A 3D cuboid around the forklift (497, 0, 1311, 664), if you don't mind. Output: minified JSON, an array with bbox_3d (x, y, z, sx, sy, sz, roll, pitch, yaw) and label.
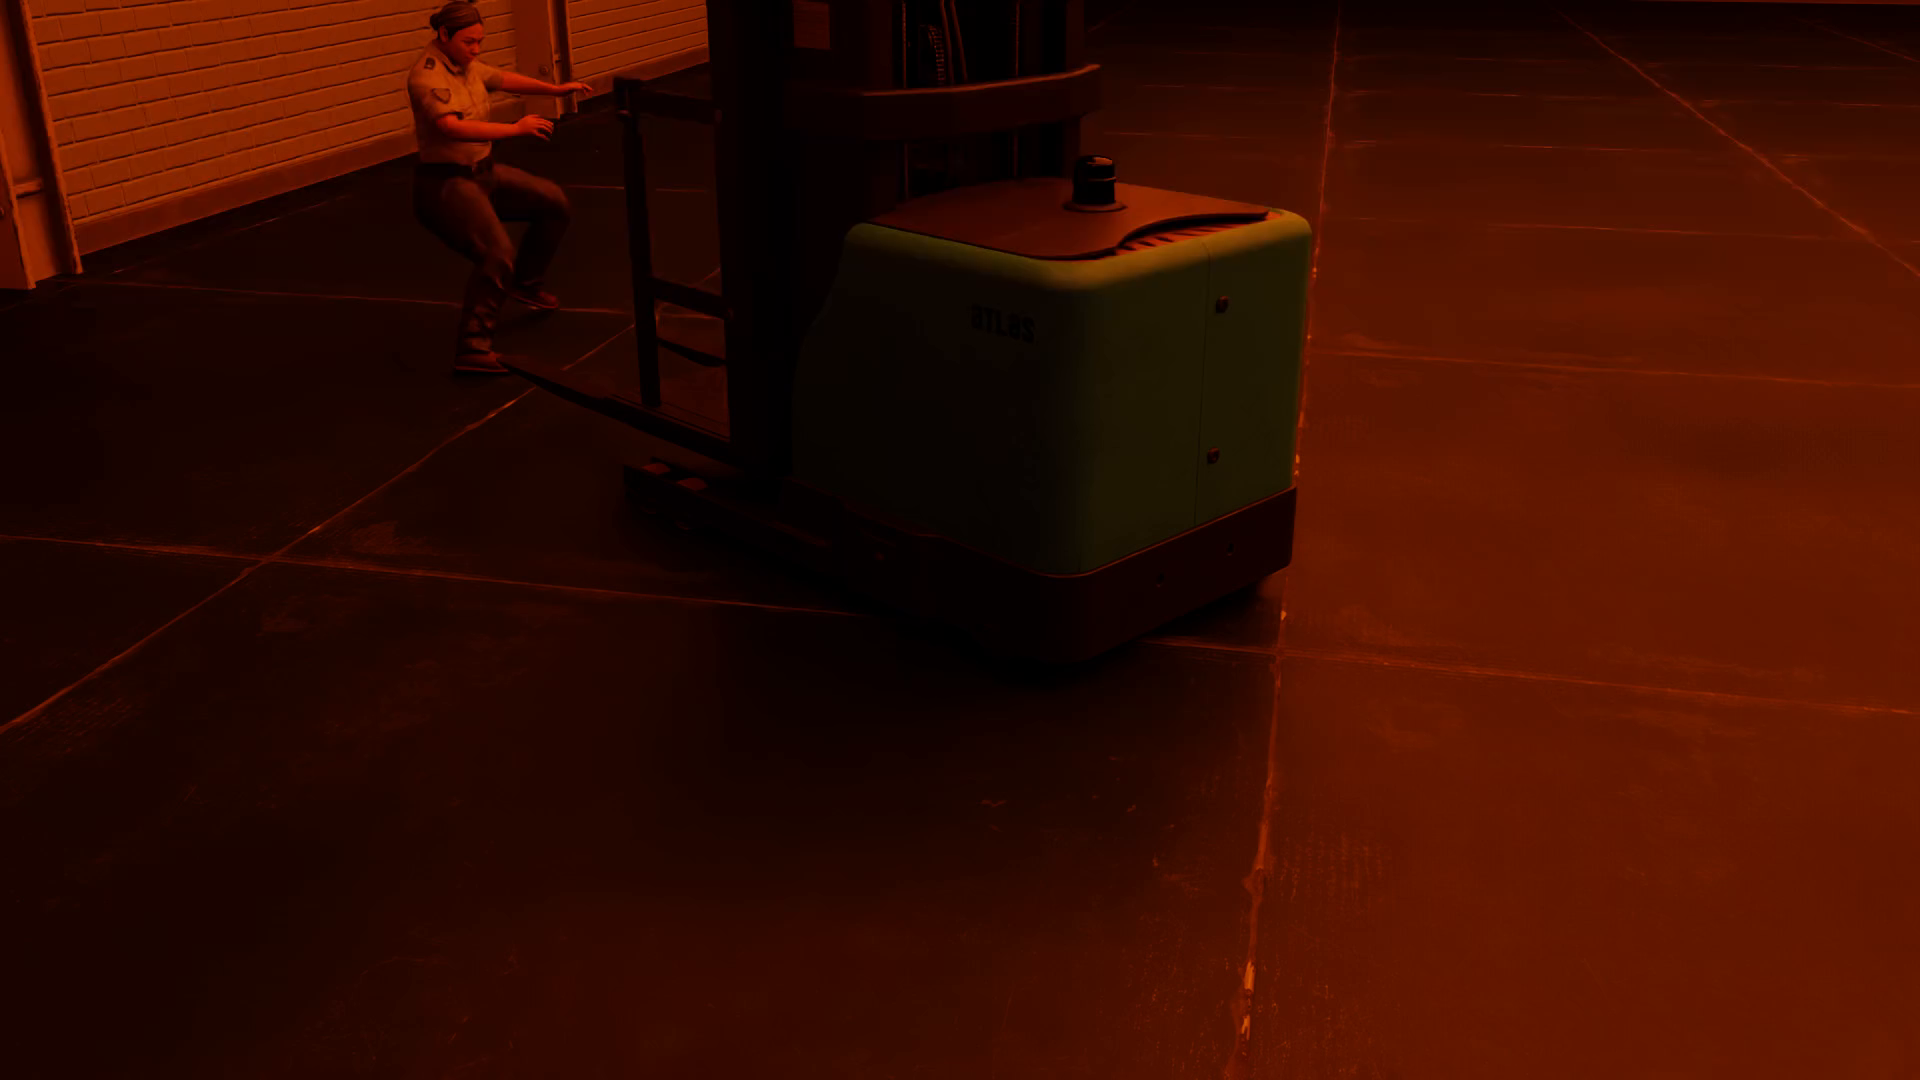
[{"bbox_3d":[-0.433,-1.507,4.963,1.130,2.935,3.031,-20,30,-40],"label":"forklift"}]

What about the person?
[{"bbox_3d":[-1.945,-1.533,7.021,0.675,1.425,1.084,4,23,11],"label":"person"}]
